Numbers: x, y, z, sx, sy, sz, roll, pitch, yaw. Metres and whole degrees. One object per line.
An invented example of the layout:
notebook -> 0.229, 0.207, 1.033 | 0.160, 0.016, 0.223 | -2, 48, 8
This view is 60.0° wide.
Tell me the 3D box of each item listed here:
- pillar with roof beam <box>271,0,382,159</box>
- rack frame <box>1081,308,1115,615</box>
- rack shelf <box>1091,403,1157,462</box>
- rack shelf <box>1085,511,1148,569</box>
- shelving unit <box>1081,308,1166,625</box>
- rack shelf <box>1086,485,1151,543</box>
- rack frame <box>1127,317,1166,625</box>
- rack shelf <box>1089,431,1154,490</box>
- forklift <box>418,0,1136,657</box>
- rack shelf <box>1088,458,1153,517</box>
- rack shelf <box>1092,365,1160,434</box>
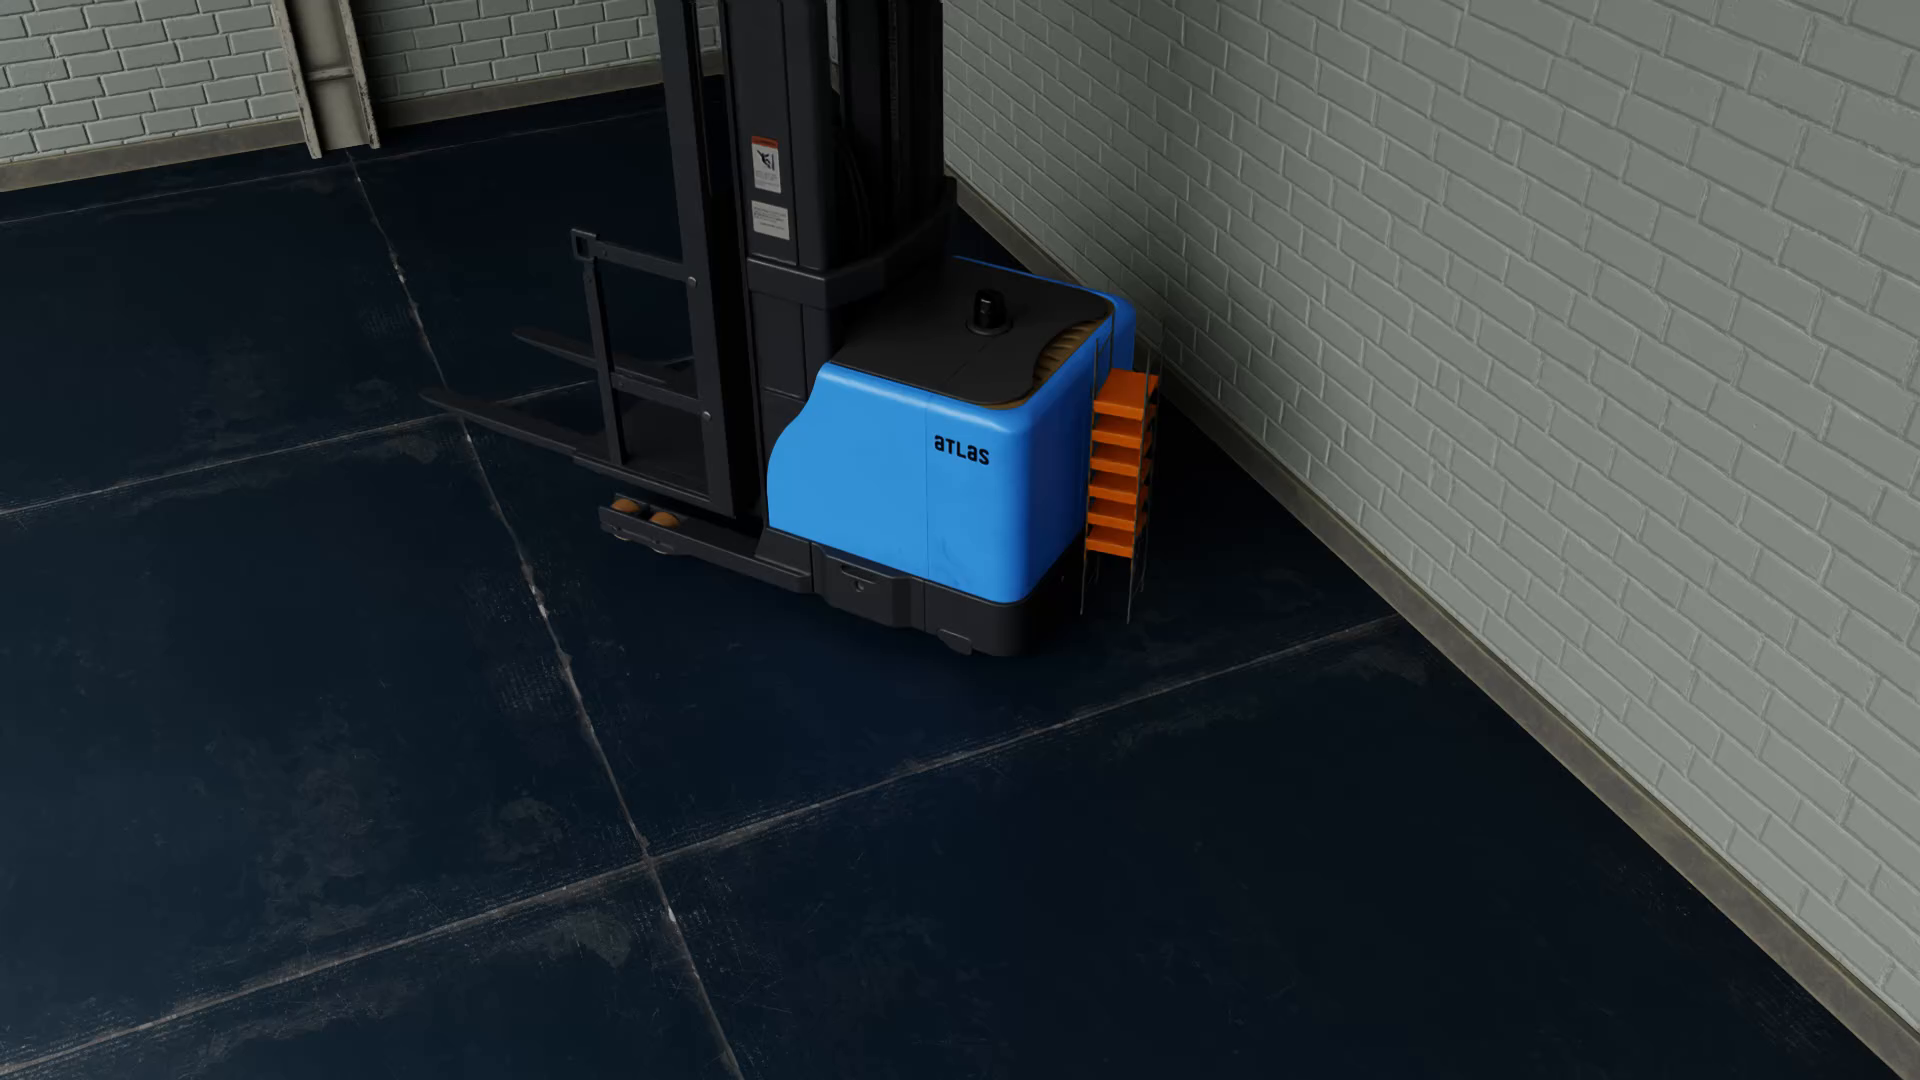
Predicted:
pillar with roof beam -> -1.860, -3.665, 4.137 | 0.400, 9.000, 9.100 | -16, 39, -20
rack frame -> 0.504, -0.264, 6.098 | 0.006, 1.200, 0.240 | 12, 38, 15
rack shelf -> 0.590, -0.403, 5.957 | 0.180, 0.103, 0.258 | 12, 38, 15
rack shelf -> 0.590, -0.017, 6.243 | 0.180, 0.103, 0.258 | 12, 38, 15
shelving unit -> 0.590, -0.246, 6.074 | 0.189, 1.200, 0.258 | 12, 38, 15
rack shelf -> 0.590, -0.114, 6.172 | 0.180, 0.103, 0.258 | 12, 38, 15
rack frame -> 0.676, -0.228, 6.050 | 0.006, 1.200, 0.240 | 12, 38, 15
rack shelf -> 0.590, -0.306, 6.029 | 0.180, 0.103, 0.258 | 12, 38, 15
forklift -> -0.874, -1.377, 6.147 | 3.031, 2.935, 1.130 | 18, 40, 23
rack shelf -> 0.590, -0.210, 6.100 | 0.180, 0.103, 0.258 | 12, 38, 15
rack shelf -> 0.590, -0.499, 5.886 | 0.180, 0.103, 0.258 | 12, 38, 15
